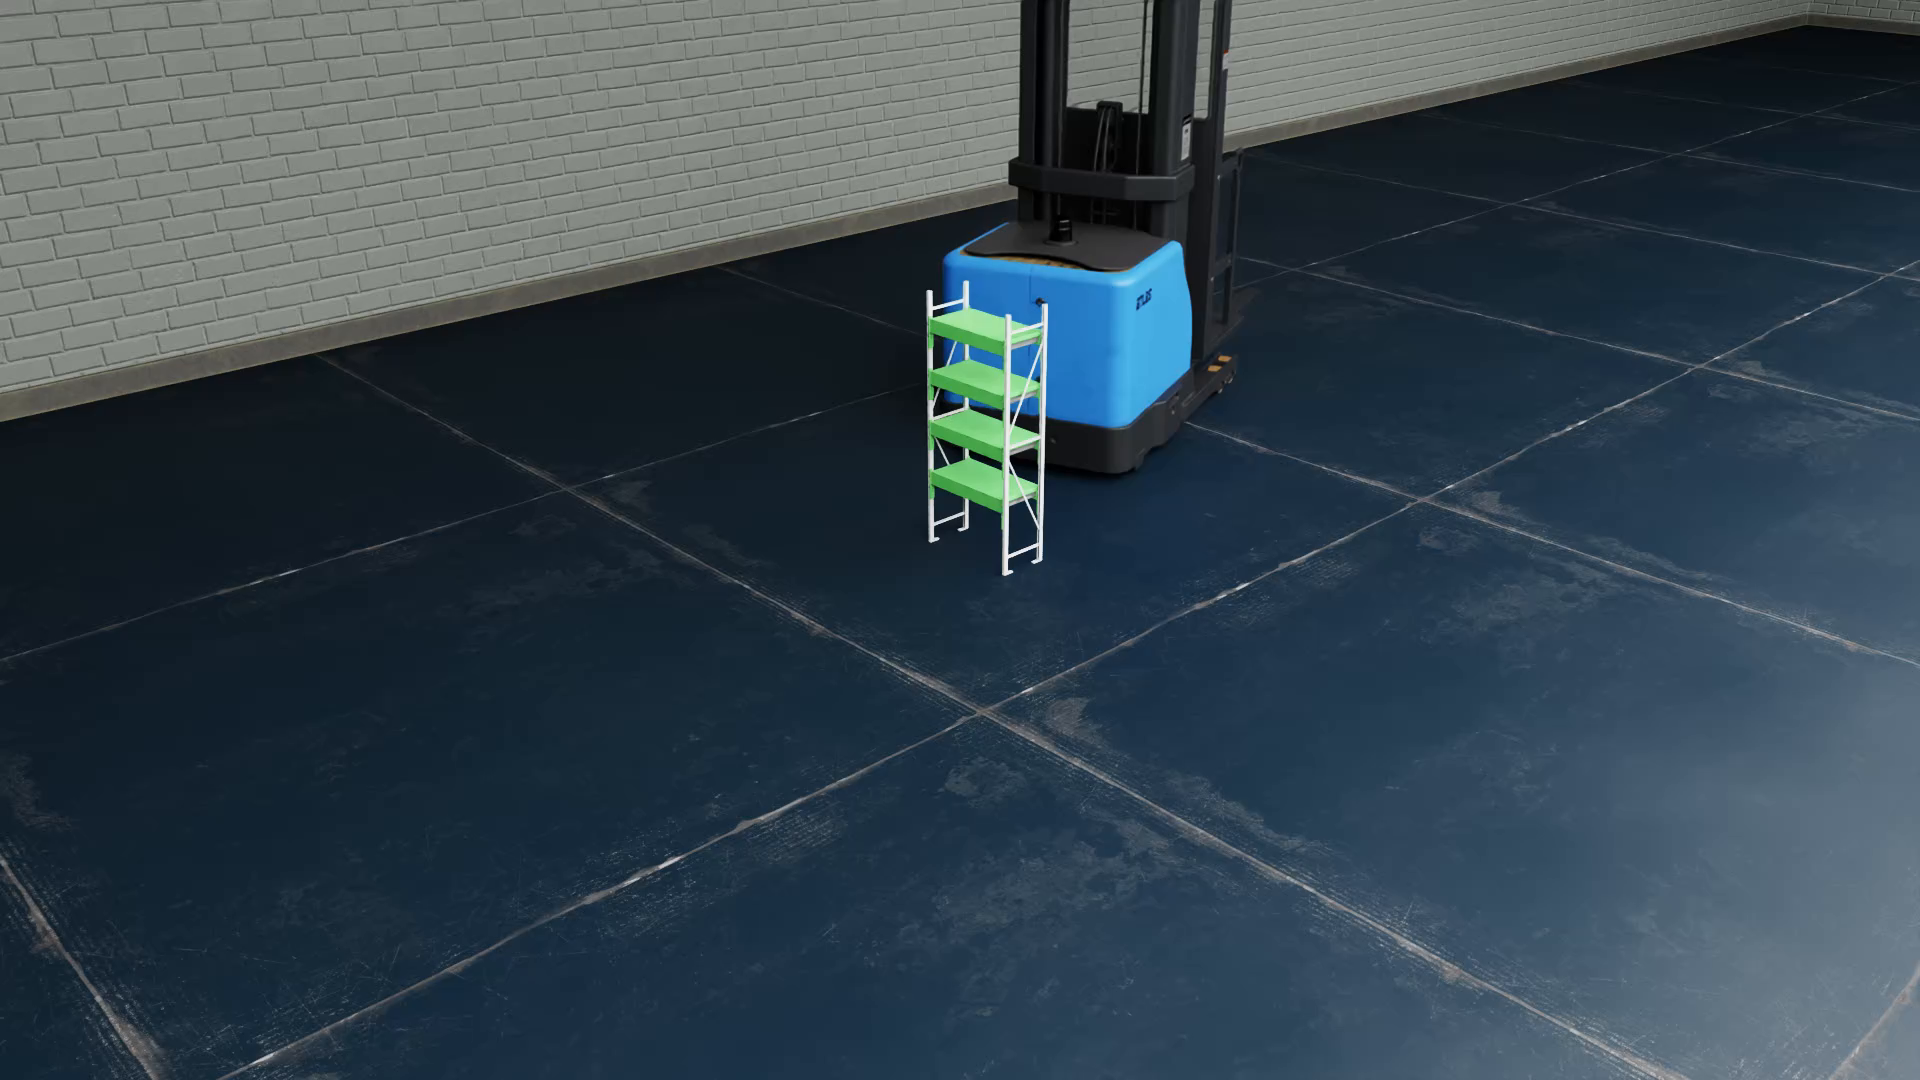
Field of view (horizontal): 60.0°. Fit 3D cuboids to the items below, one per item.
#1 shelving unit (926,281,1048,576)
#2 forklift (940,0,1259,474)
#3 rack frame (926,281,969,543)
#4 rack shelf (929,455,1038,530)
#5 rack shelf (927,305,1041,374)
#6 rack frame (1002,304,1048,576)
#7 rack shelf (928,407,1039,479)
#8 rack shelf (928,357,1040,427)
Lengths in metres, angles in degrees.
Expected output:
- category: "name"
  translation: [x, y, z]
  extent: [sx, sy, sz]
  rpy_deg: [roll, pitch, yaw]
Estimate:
- category: "shelving unit"
  translation: [0.113, -0.496, 7.391]
  extent: [0.258, 1.200, 0.503]
  rpy_deg: [-21, 32, -38]
- category: "forklift"
  translation: [0.982, -2.245, 9.140]
  extent: [1.130, 2.935, 3.031]
  rpy_deg: [11, 27, 23]
- category: "rack frame"
  translation: [-0.054, -0.570, 7.553]
  extent: [0.240, 1.200, 0.015]
  rpy_deg: [-21, 32, -38]
- category: "rack shelf"
  translation: [0.113, -0.219, 7.517]
  extent: [0.258, 0.148, 0.480]
  rpy_deg: [-21, 32, -38]
- category: "rack shelf"
  translation: [0.113, -0.874, 7.218]
  extent: [0.258, 0.148, 0.480]
  rpy_deg: [-21, 32, -38]
- category: "rack frame"
  translation: [0.280, -0.422, 7.229]
  extent: [0.240, 1.200, 0.015]
  rpy_deg: [-21, 32, -38]
- category: "rack shelf"
  translation: [0.113, -0.438, 7.418]
  extent: [0.258, 0.148, 0.480]
  rpy_deg: [-21, 32, -38]
- category: "rack shelf"
  translation: [0.113, -0.656, 7.318]
  extent: [0.258, 0.148, 0.480]
  rpy_deg: [-21, 32, -38]
